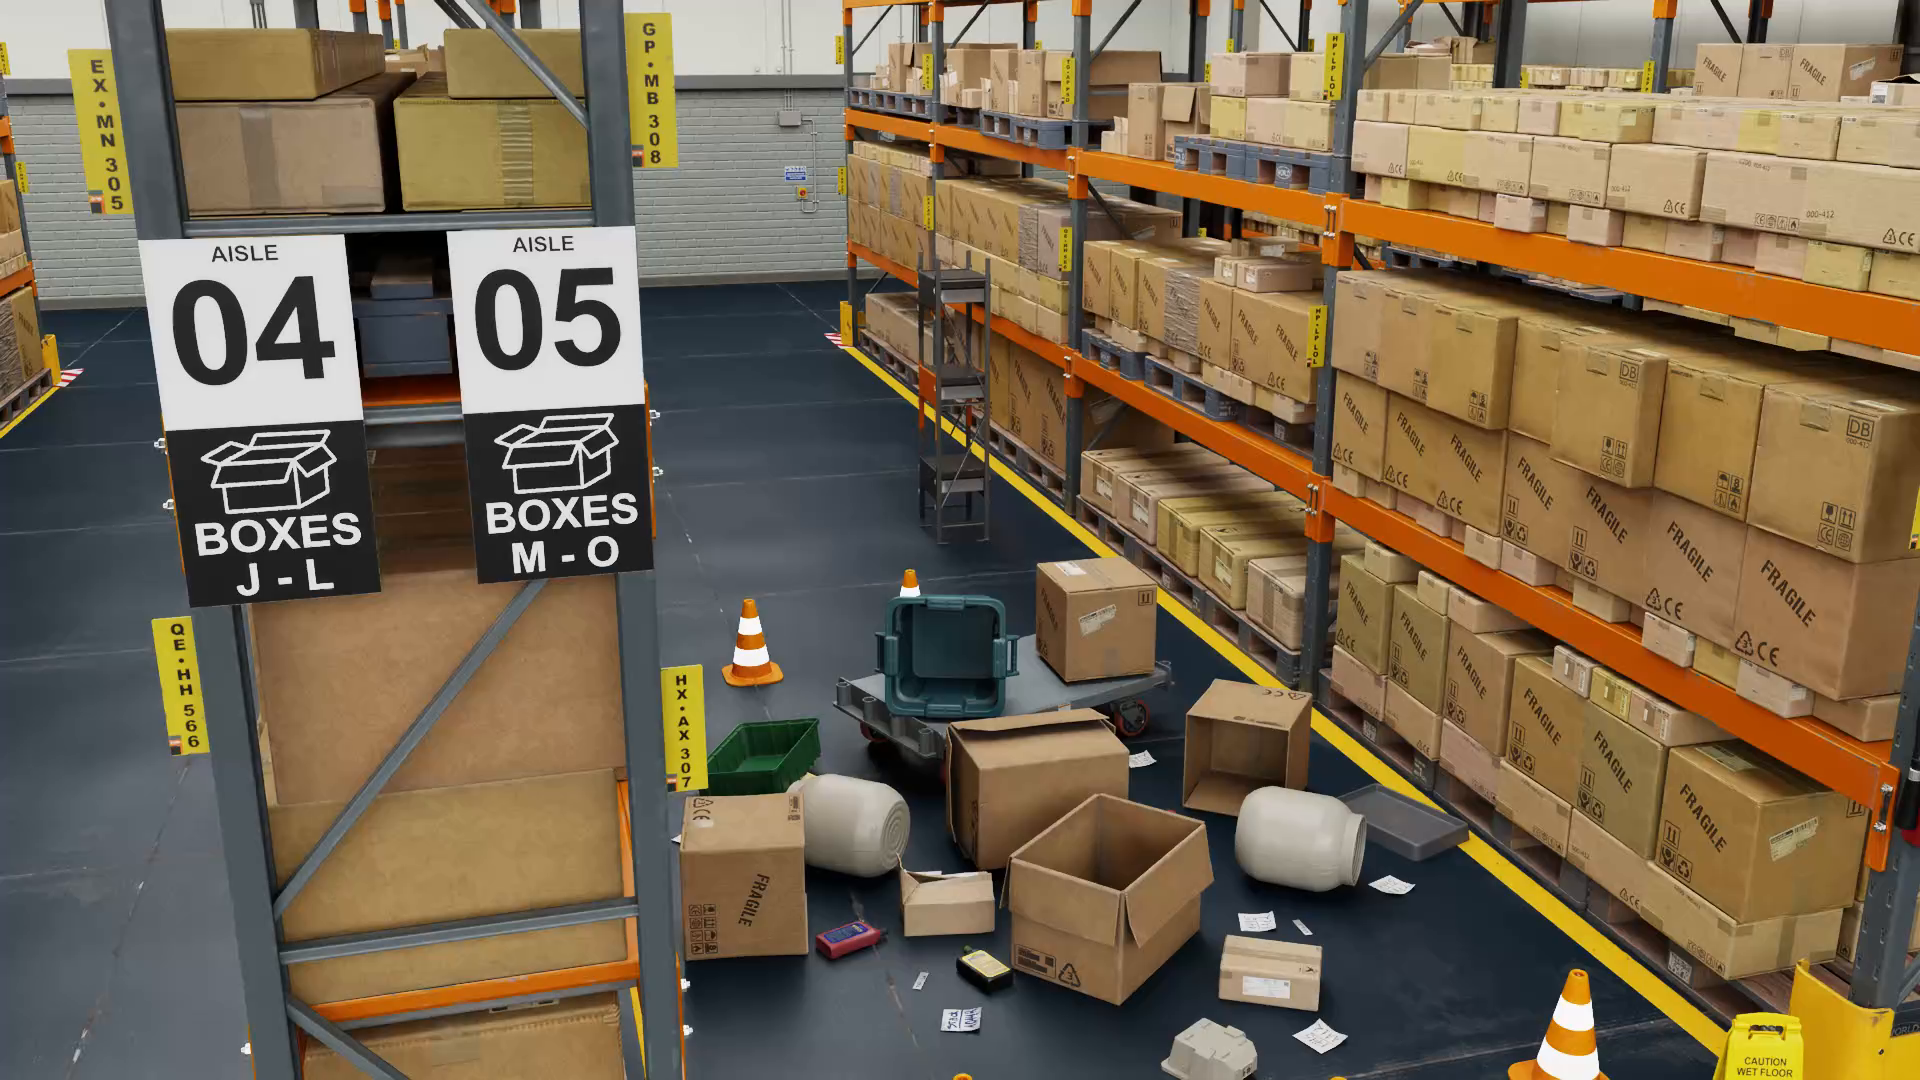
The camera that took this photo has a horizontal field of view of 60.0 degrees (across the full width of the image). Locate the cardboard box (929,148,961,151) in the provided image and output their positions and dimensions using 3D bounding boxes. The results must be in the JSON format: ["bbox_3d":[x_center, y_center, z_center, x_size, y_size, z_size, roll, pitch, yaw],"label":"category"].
[{"bbox_3d":[-0.124,-4.220,18.247,0.380,0.149,0.250,-4,17,-13],"label":"cardboard box"}]

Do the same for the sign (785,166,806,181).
[{"bbox_3d":[-2.508,-5.589,25.375,0.327,0.218,0.001,-5,17,-15],"label":"sign"}]

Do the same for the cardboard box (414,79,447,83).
[{"bbox_3d":[-1.511,-1.372,5.432,0.500,0.250,0.500,-5,17,-16],"label":"cardboard box"}]

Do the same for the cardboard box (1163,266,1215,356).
[{"bbox_3d":[1.659,-1.496,10.796,0.500,0.500,0.500,-5,18,-17],"label":"cardboard box"}]

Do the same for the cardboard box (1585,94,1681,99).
[{"bbox_3d":[3.023,-1.910,7.434,0.380,0.149,0.250,-5,17,-16],"label":"cardboard box"}]

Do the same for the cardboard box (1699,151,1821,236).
[{"bbox_3d":[3.000,-1.231,5.865,0.500,0.250,0.500,-5,17,-16],"label":"cardboard box"}]

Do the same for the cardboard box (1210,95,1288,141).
[{"bbox_3d":[1.852,-2.567,10.100,0.500,0.250,0.500,-4,17,-15],"label":"cardboard box"}]

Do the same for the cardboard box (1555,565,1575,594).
[{"bbox_3d":[2.814,0.147,7.187,0.380,0.149,0.250,-5,17,-15],"label":"cardboard box"}]

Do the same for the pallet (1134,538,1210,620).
[{"bbox_3d":[1.870,0.213,11.377,1.003,0.211,1.213,-5,17,-15],"label":"pallet"}]

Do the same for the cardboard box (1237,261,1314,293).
[{"bbox_3d":[1.879,-1.571,9.919,0.380,0.149,0.250,-5,17,-17],"label":"cardboard box"}]

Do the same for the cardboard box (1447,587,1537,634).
[{"bbox_3d":[2.524,0.317,7.802,0.380,0.149,0.250,-4,17,-12],"label":"cardboard box"}]

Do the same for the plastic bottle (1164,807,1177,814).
[{"bbox_3d":[0.976,1.343,7.874,0.133,0.061,0.283,-2,17,-6],"label":"plastic bottle"}]

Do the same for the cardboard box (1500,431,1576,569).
[{"bbox_3d":[2.721,-0.201,7.216,0.500,0.500,0.500,-4,17,-15],"label":"cardboard box"}]

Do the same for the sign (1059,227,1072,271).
[{"bbox_3d":[0.793,-2.185,12.501,0.100,0.325,0.005,-5,17,-15],"label":"sign"}]

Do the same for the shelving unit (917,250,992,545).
[{"bbox_3d":[-0.045,-1.051,12.302,0.431,2.100,0.503,-5,17,-15],"label":"shelving unit"}]

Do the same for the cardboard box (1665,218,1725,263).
[{"bbox_3d":[2.897,-1.139,6.251,0.380,0.149,0.250,-5,17,-16],"label":"cardboard box"}]

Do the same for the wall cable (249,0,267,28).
[{"bbox_3d":[-8.641,-9.356,22.364,2.277,5.999,0.120,-5,17,-15],"label":"wall cable"}]

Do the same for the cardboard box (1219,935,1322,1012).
[{"bbox_3d":[1.222,1.700,6.535,0.380,0.149,0.250,4,17,13],"label":"cardboard box"}]

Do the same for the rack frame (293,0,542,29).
[{"bbox_3d":[-2.307,-3.023,6.874,1.000,3.000,0.127,-5,17,-15],"label":"rack frame"}]

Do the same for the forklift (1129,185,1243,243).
[{"bbox_3d":[2.216,-2.475,15.598,1.130,2.935,3.031,-5,17,-15],"label":"forklift"}]

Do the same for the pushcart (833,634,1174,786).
[{"bbox_3d":[0.246,0.881,8.865,1.648,0.377,0.936,-12,20,-34],"label":"pushcart"}]

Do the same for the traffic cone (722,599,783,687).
[{"bbox_3d":[-1.224,0.575,9.735,0.336,0.463,0.334,-5,17,-15],"label":"traffic cone"}]

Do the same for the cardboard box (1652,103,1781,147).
[{"bbox_3d":[2.898,-1.592,6.374,0.380,0.149,0.250,-5,17,-17],"label":"cardboard box"}]

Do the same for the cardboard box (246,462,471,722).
[{"bbox_3d":[-1.512,0.117,4.711,0.875,0.550,0.550,-5,17,-15],"label":"cardboard box"}]

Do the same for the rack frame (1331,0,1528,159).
[{"bbox_3d":[2.425,-3.443,8.270,1.000,3.000,0.127,-5,17,-15],"label":"rack frame"}]

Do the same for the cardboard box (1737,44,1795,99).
[{"bbox_3d":[6.297,-3.451,12.436,0.700,0.500,0.500,-5,17,-16],"label":"cardboard box"}]

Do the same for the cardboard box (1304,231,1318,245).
[{"bbox_3d":[4.260,-3.552,19.499,0.380,0.149,0.250,-5,17,-15],"label":"cardboard box"}]

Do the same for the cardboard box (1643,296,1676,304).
[{"bbox_3d":[5.960,-2.093,13.597,0.500,0.250,0.500,-5,17,-15],"label":"cardboard box"}]

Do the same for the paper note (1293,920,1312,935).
[{"bbox_3d":[1.441,1.631,7.003,0.032,0.001,0.123,-5,17,-15],"label":"paper note"}]

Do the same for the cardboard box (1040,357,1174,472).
[{"bbox_3d":[1.216,-1.057,13.720,0.875,0.875,0.875,-5,17,-16],"label":"cardboard box"}]

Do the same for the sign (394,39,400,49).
[{"bbox_3d":[-6.126,-5.282,18.087,0.100,0.325,0.005,-5,17,-15],"label":"sign"}]

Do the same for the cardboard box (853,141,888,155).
[{"bbox_3d":[-1.042,-4.606,19.532,0.380,0.149,0.250,-4,17,-14],"label":"cardboard box"}]

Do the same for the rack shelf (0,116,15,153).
[{"bbox_3d":[-9.852,-3.644,15.406,1.077,0.370,4.000,-5,17,-15],"label":"rack shelf"}]

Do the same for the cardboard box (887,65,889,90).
[{"bbox_3d":[-0.510,-5.114,18.299,0.500,0.311,0.500,-4,17,-14],"label":"cardboard box"}]

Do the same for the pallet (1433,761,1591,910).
[{"bbox_3d":[2.982,1.287,7.800,1.003,0.211,1.213,-5,17,-15],"label":"pallet"}]

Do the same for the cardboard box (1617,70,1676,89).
[{"bbox_3d":[5.718,-3.839,13.855,0.380,0.149,0.250,-4,17,-13],"label":"cardboard box"}]

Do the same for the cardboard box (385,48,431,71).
[{"bbox_3d":[-4.140,-3.553,12.348,0.396,0.266,0.258,-5,17,-15],"label":"cardboard box"}]

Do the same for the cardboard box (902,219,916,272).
[{"bbox_3d":[-0.294,-3.080,17.318,0.500,0.500,0.500,-5,17,-17],"label":"cardboard box"}]

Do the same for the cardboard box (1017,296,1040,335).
[{"bbox_3d":[0.781,-1.863,13.702,0.500,0.250,0.500,-4,17,-14],"label":"cardboard box"}]

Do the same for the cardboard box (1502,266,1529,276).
[{"bbox_3d":[5.471,-2.757,15.506,0.797,0.503,0.637,-5,17,-17],"label":"cardboard box"}]

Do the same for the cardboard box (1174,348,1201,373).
[{"bbox_3d":[1.634,-1.201,10.943,0.380,0.149,0.250,-4,17,-14],"label":"cardboard box"}]

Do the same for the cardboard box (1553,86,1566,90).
[{"bbox_3d":[5.537,-3.990,14.875,0.380,0.149,0.250,-5,17,-15],"label":"cardboard box"}]

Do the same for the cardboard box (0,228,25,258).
[{"bbox_3d":[-10.013,-3.063,17.178,0.500,0.250,0.500,-5,17,-16],"label":"cardboard box"}]

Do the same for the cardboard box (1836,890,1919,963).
[{"bbox_3d":[3.568,1.408,6.601,0.500,0.250,0.500,-5,17,-16],"label":"cardboard box"}]

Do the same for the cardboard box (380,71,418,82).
[{"bbox_3d":[-2.442,-1.749,6.686,0.500,0.250,0.500,-5,17,-15],"label":"cardboard box"}]

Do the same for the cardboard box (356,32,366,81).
[{"bbox_3d":[-2.116,-1.549,5.327,0.380,0.149,0.250,-5,17,-16],"label":"cardboard box"}]

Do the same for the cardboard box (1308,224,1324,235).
[{"bbox_3d":[4.347,-3.644,19.114,0.500,0.250,0.500,-5,17,-16],"label":"cardboard box"}]

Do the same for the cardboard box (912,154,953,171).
[{"bbox_3d":[-0.279,-3.900,17.180,0.380,0.149,0.250,-5,17,-16],"label":"cardboard box"}]

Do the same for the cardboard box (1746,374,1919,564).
[{"bbox_3d":[3.174,-0.256,5.662,0.700,0.500,0.500,-5,17,-17],"label":"cardboard box"}]

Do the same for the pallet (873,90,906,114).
[{"bbox_3d":[-0.320,-4.740,17.959,1.003,0.211,1.213,-5,17,-15],"label":"pallet"}]

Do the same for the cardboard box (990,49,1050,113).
[{"bbox_3d":[0.562,-3.826,13.857,0.500,0.500,0.500,-5,17,-15],"label":"cardboard box"}]

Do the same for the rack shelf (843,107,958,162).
[{"bbox_3d":[-0.323,-4.427,18.014,1.077,0.370,4.000,-5,17,-15],"label":"rack shelf"}]

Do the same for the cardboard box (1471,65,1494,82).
[{"bbox_3d":[5.078,-4.415,15.738,0.380,0.149,0.250,-5,17,-15],"label":"cardboard box"}]

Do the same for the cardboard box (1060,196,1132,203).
[{"bbox_3d":[1.152,-2.639,14.112,0.500,0.500,0.500,-4,17,-14],"label":"cardboard box"}]

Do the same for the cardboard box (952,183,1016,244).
[{"bbox_3d":[0.237,-3.026,15.400,0.500,0.500,0.500,-5,17,-16],"label":"cardboard box"}]
